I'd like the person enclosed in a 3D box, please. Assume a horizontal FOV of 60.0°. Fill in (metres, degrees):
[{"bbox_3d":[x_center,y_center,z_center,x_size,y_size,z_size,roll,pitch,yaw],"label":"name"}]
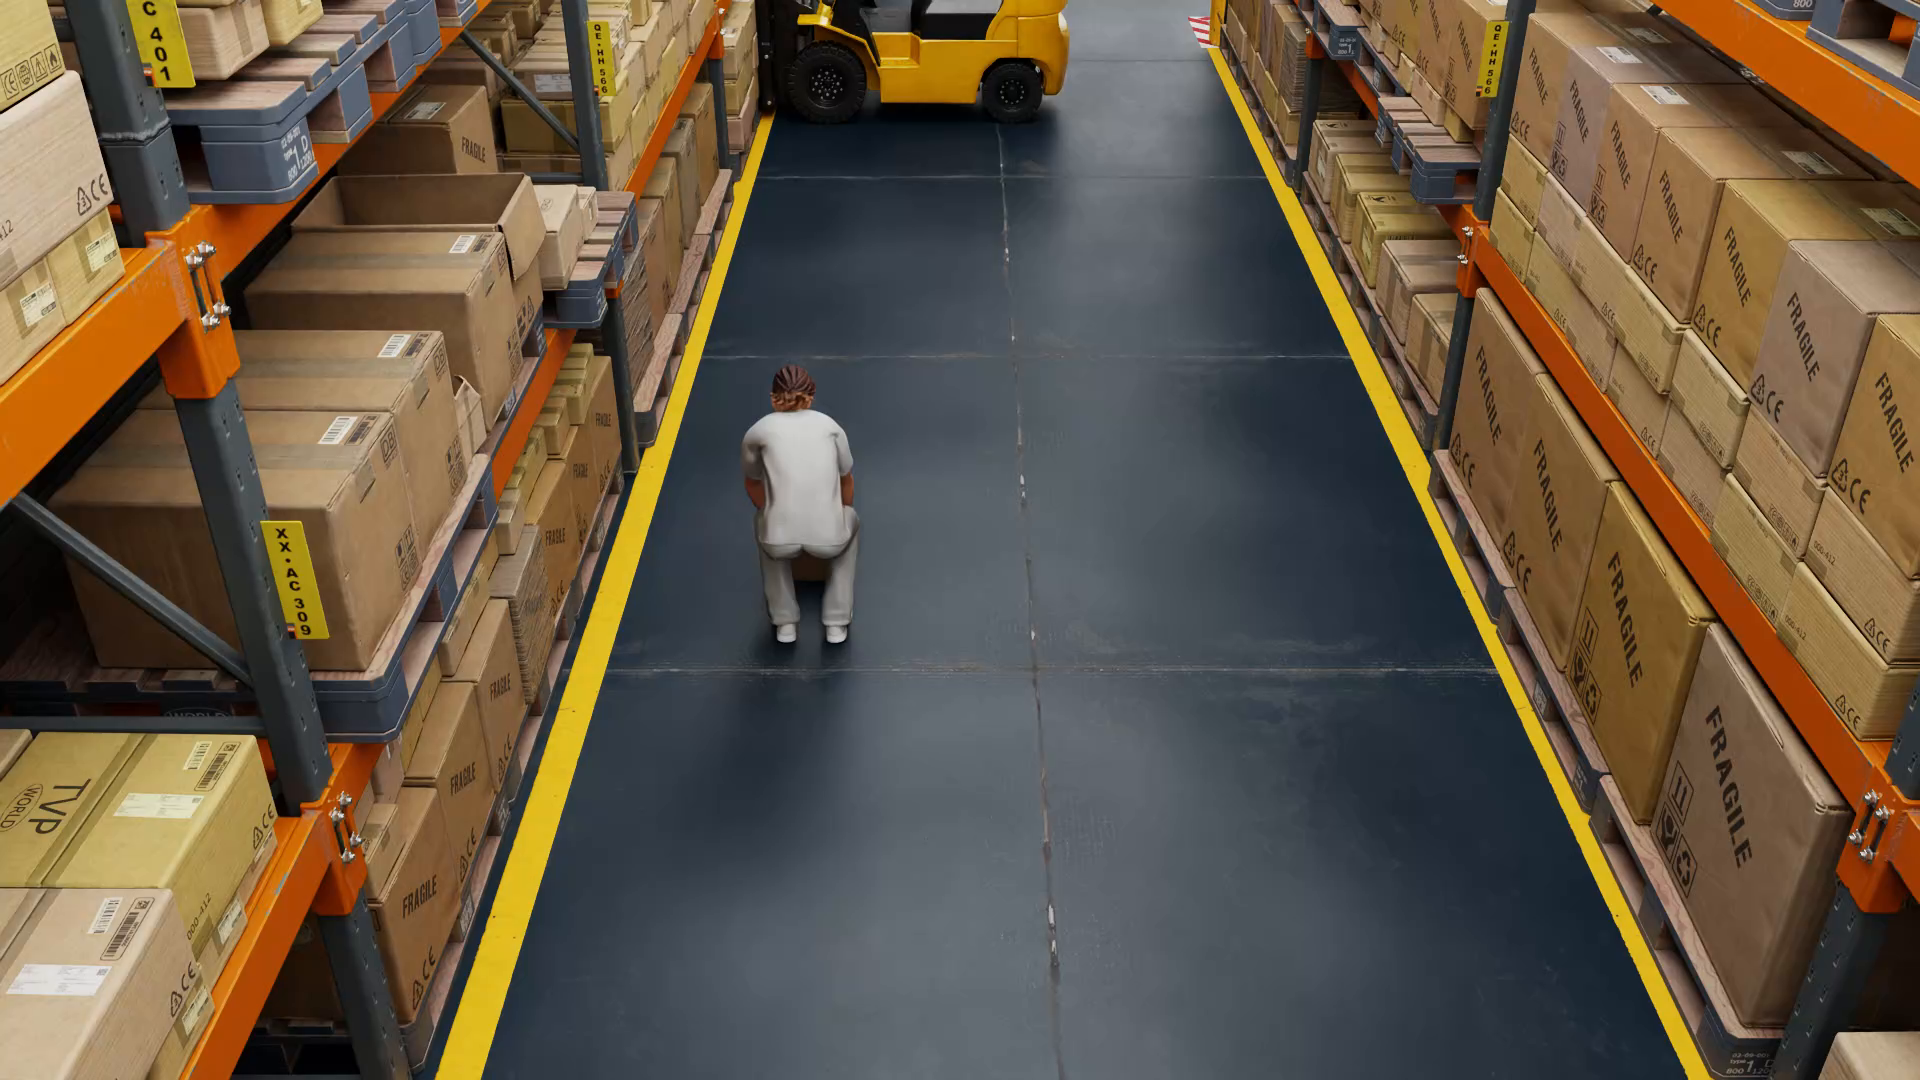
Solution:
[{"bbox_3d":[-0.669,-0.128,6.944,0.493,1.048,0.771,-1,32,-1],"label":"person"}]
